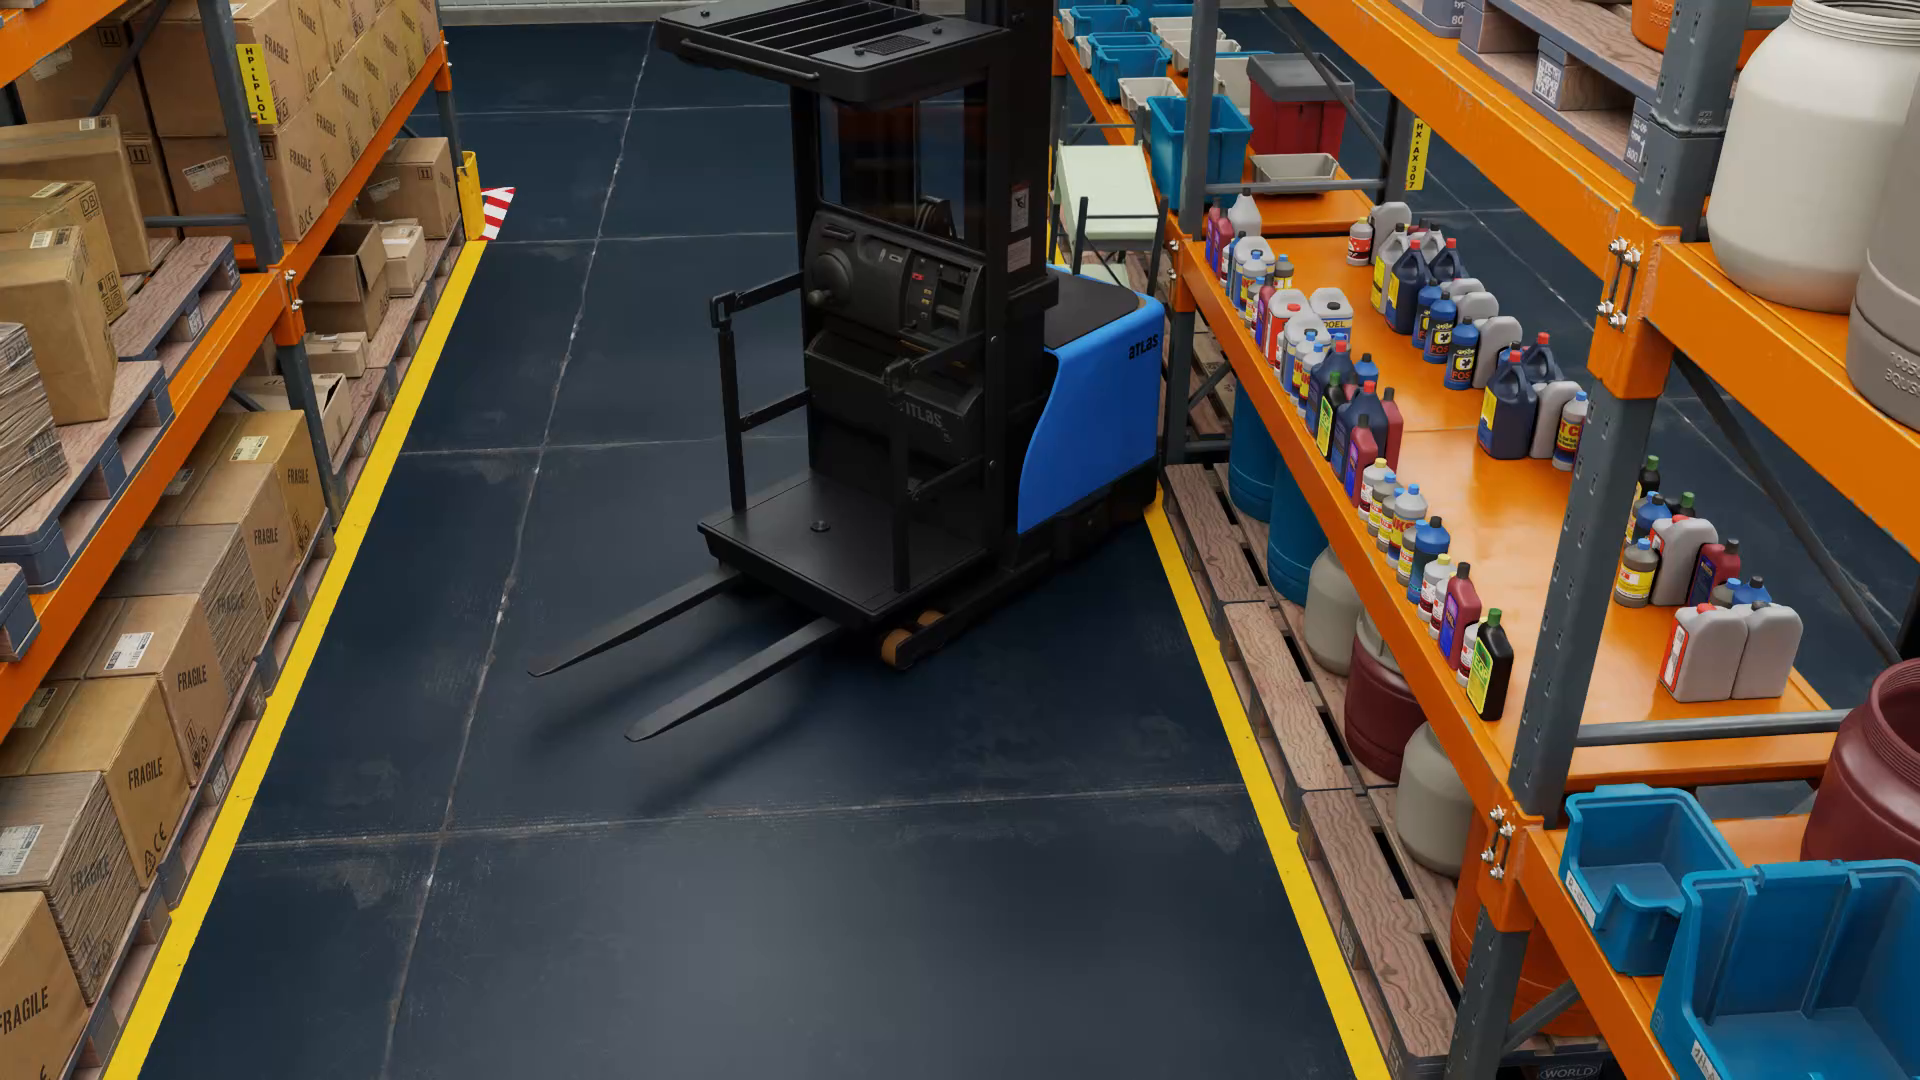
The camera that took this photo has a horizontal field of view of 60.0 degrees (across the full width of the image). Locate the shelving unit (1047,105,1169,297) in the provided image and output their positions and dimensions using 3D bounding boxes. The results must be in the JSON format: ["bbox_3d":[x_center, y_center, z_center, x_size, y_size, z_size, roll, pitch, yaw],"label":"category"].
[{"bbox_3d":[0.684,-1.289,8.240,0.431,1.500,0.755,-1,47,-4],"label":"shelving unit"}]

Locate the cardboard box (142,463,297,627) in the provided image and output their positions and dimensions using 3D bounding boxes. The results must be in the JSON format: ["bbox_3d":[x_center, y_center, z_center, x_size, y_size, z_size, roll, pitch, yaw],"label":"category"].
[{"bbox_3d":[-3.069,0.031,6.782,0.500,0.500,0.500,-3,31,-4],"label":"cardboard box"}]

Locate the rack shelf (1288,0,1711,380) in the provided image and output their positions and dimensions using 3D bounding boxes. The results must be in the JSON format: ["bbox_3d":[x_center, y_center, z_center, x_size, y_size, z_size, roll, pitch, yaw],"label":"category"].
[{"bbox_3d":[1.680,-1.538,5.176,1.077,0.370,4.000,-3,31,-5],"label":"rack shelf"}]

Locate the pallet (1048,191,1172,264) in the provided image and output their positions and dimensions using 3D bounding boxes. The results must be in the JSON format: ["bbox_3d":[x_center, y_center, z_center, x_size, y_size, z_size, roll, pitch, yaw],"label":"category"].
[{"bbox_3d":[1.158,-2.002,10.896,1.003,0.211,1.213,-3,31,-5],"label":"pallet"}]

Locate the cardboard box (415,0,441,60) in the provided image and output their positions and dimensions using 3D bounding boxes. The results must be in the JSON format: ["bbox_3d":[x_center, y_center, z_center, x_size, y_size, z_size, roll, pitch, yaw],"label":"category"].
[{"bbox_3d":[-3.499,-3.214,10.108,0.500,0.500,0.500,-2,31,-3],"label":"cardboard box"}]

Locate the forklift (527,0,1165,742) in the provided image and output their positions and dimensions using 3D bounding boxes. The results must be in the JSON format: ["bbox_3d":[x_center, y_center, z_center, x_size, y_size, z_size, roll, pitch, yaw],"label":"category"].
[{"bbox_3d":[-0.423,-1.019,6.598,1.130,2.935,3.031,25,39,35],"label":"forklift"}]

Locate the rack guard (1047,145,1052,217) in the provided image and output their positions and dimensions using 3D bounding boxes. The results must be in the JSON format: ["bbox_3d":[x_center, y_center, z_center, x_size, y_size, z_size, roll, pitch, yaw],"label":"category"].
[{"bbox_3d":[1.105,-2.561,11.550,1.175,0.500,0.348,-3,31,-5],"label":"rack guard"}]

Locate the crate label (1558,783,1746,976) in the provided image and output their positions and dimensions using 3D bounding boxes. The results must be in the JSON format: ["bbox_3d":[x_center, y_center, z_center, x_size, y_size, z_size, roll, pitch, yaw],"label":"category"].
[{"bbox_3d":[1.533,0.767,3.704,0.303,0.233,0.416,-3,31,-5],"label":"crate label"}]

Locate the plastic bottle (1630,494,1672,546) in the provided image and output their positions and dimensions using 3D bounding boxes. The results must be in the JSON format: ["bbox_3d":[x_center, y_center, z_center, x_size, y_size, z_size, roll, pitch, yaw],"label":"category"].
[{"bbox_3d":[2.061,-0.013,4.972,0.097,0.271,0.097,0,31,0],"label":"plastic bottle"}]

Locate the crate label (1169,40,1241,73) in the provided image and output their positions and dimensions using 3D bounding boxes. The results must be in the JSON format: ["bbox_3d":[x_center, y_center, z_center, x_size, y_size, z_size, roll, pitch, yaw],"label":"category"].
[{"bbox_3d":[1.439,-2.837,9.774,0.396,0.136,0.243,-3,31,-5],"label":"crate label"}]

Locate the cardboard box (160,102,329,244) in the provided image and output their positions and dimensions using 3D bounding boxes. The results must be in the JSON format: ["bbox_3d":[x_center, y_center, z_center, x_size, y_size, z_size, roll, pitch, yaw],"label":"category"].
[{"bbox_3d":[-3.215,-1.661,7.508,0.500,0.500,0.500,-2,31,-3],"label":"cardboard box"}]

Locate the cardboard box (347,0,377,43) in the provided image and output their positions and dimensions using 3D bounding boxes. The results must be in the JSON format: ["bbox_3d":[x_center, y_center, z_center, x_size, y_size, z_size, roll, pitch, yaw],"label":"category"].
[{"bbox_3d":[-3.348,-2.860,8.541,0.500,0.500,0.500,-2,31,-3],"label":"cardboard box"}]

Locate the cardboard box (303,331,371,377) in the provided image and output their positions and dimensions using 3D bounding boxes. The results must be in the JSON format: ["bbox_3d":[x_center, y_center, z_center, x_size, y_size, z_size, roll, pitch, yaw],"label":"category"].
[{"bbox_3d":[-3.353,-0.983,8.804,0.380,0.166,0.250,-3,31,-5],"label":"cardboard box"}]

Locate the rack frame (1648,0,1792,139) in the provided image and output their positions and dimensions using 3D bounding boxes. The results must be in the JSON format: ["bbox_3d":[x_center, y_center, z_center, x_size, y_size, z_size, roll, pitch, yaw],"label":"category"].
[{"bbox_3d":[1.867,-2.113,2.513,1.000,3.000,0.127,-3,31,-5],"label":"rack frame"}]

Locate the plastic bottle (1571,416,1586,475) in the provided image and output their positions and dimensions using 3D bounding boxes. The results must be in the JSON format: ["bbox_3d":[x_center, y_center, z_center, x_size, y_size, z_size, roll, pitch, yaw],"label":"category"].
[{"bbox_3d":[2.086,-0.316,5.468,0.061,0.283,0.133,-3,31,-5],"label":"plastic bottle"}]

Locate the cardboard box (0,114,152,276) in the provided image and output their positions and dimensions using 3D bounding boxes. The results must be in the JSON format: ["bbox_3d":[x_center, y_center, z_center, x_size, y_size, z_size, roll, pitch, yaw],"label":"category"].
[{"bbox_3d":[-3.617,-1.315,6.520,0.700,0.500,0.500,-13,33,-21],"label":"cardboard box"}]

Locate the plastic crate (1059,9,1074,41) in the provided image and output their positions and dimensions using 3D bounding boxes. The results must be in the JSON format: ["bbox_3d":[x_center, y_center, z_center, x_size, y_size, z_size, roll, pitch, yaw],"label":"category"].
[{"bbox_3d":[0.763,-3.225,10.423,0.250,0.136,0.298,-3,31,-5],"label":"plastic crate"}]

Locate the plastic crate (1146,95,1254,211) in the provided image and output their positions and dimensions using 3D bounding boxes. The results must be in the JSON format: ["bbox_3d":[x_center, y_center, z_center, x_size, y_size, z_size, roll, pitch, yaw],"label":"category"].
[{"bbox_3d":[1.110,-1.821,7.831,0.392,0.384,0.575,-3,31,-5],"label":"plastic crate"}]

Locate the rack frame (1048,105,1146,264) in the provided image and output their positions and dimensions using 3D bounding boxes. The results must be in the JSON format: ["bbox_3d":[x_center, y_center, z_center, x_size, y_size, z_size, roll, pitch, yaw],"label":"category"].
[{"bbox_3d":[0.660,-1.557,8.488,0.400,1.500,0.023,-1,47,-4],"label":"rack frame"}]

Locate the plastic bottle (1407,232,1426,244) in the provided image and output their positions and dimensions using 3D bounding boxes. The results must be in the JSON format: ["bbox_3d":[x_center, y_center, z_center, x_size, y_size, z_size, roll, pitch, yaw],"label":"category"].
[{"bbox_3d":[1.886,-1.155,6.879,0.152,0.276,0.135,-3,31,-5],"label":"plastic bottle"}]

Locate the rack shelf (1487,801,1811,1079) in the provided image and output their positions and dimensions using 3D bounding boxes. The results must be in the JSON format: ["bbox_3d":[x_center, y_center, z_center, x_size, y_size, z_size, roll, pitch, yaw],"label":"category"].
[{"bbox_3d":[2.054,1.792,2.526,1.077,0.370,4.000,-3,31,-5],"label":"rack shelf"}]

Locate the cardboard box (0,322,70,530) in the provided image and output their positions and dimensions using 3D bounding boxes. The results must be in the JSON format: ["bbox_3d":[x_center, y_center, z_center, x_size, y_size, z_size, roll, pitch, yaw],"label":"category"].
[{"bbox_3d":[-3.131,-0.318,4.850,0.700,0.500,0.500,3,31,5],"label":"cardboard box"}]

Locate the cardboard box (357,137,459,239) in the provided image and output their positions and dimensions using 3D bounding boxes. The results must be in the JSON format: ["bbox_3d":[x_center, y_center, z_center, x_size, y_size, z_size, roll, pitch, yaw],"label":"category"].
[{"bbox_3d":[-3.516,-2.237,10.578,0.500,0.500,0.500,-3,31,-5],"label":"cardboard box"}]

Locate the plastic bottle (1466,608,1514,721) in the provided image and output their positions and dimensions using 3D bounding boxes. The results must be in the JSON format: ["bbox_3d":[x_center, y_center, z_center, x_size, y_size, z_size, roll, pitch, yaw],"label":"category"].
[{"bbox_3d":[1.405,0.326,4.393,0.061,0.283,0.133,-3,31,-5],"label":"plastic bottle"}]

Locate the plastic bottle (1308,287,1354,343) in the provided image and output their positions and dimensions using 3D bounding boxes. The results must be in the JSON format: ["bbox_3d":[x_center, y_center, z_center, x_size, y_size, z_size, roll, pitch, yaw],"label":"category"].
[{"bbox_3d":[1.395,-0.807,6.297,0.152,0.276,0.135,-3,31,-5],"label":"plastic bottle"}]

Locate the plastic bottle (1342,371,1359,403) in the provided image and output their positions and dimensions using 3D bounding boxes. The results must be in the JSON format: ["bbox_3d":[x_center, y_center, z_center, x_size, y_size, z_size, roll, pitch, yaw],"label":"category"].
[{"bbox_3d":[1.329,-0.423,5.646,0.061,0.283,0.133,-3,31,-5],"label":"plastic bottle"}]

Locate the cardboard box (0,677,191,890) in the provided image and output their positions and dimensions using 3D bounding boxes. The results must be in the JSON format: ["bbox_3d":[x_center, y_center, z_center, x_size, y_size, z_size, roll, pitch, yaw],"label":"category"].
[{"bbox_3d":[-2.919,0.812,5.473,0.500,0.500,0.500,-3,31,-5],"label":"cardboard box"}]

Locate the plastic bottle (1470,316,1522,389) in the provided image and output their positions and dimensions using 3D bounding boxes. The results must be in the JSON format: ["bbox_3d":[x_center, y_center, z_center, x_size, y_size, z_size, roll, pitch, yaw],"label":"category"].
[{"bbox_3d":[1.968,-0.710,6.134,0.152,0.276,0.135,-3,31,-5],"label":"plastic bottle"}]

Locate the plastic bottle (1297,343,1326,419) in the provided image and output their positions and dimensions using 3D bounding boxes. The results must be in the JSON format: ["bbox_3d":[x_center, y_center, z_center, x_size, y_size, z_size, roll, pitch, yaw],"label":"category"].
[{"bbox_3d":[1.258,-0.569,5.903,0.097,0.271,0.097,0,31,0],"label":"plastic bottle"}]

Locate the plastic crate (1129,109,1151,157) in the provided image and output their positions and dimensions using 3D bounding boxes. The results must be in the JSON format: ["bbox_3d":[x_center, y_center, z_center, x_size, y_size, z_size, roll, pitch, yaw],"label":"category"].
[{"bbox_3d":[1.121,-2.046,8.461,0.437,0.125,0.590,-3,31,-5],"label":"plastic crate"}]

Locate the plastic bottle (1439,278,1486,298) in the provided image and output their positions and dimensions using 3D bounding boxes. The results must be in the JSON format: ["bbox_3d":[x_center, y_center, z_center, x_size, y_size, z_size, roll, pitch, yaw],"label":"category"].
[{"bbox_3d":[1.933,-0.897,6.448,0.152,0.276,0.135,-3,31,-5],"label":"plastic bottle"}]

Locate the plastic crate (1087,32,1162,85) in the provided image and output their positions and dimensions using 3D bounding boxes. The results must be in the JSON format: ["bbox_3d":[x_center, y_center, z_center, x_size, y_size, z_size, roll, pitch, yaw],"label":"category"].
[{"bbox_3d":[0.938,-2.762,9.554,0.416,0.233,0.300,-3,31,-5],"label":"plastic crate"}]

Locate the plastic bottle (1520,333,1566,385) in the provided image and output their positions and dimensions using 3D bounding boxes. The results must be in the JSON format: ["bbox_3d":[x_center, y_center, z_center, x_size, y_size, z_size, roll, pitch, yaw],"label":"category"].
[{"bbox_3d":[2.008,-0.543,5.782,0.144,0.351,0.185,-3,31,-5],"label":"plastic bottle"}]

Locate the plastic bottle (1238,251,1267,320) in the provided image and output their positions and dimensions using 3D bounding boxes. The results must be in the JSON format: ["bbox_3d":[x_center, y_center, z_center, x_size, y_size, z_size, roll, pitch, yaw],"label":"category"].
[{"bbox_3d":[1.175,-1.023,6.663,0.097,0.271,0.097,0,31,0],"label":"plastic bottle"}]

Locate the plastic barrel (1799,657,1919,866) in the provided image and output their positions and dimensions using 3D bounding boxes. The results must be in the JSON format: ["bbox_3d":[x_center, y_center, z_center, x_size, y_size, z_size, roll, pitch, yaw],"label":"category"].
[{"bbox_3d":[2.212,0.626,3.644,0.600,0.536,0.708,-3,31,-5],"label":"plastic barrel"}]

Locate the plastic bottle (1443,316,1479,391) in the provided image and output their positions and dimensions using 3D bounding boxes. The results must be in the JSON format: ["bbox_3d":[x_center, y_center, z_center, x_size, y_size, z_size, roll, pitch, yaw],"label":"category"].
[{"bbox_3d":[1.845,-0.693,6.110,0.097,0.271,0.097,0,31,0],"label":"plastic bottle"}]

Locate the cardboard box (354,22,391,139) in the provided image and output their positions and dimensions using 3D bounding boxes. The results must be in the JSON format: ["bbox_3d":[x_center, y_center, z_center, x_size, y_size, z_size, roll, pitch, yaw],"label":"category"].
[{"bbox_3d":[-3.359,-2.437,8.808,0.500,0.500,0.500,-3,31,-5],"label":"cardboard box"}]

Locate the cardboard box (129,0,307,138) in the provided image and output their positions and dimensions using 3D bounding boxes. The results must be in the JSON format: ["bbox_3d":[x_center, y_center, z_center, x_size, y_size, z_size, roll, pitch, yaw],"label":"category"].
[{"bbox_3d":[-3.202,-2.071,7.219,0.500,0.500,0.500,-2,31,-3],"label":"cardboard box"}]

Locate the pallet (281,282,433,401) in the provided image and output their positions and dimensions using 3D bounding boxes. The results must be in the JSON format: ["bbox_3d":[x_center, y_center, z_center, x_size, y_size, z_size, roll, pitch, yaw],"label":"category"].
[{"bbox_3d":[-3.619,-1.122,9.423,1.003,0.211,1.213,-3,31,-5],"label":"pallet"}]

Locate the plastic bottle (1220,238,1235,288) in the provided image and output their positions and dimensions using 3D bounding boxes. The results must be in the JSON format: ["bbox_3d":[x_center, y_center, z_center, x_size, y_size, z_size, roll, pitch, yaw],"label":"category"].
[{"bbox_3d":[1.144,-1.161,6.962,0.097,0.201,0.097,0,31,0],"label":"plastic bottle"}]

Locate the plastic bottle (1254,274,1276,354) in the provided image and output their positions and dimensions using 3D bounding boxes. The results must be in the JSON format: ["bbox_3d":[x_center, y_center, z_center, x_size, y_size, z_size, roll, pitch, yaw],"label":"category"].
[{"bbox_3d":[1.186,-0.869,6.393,0.061,0.283,0.133,-3,31,-5],"label":"plastic bottle"}]

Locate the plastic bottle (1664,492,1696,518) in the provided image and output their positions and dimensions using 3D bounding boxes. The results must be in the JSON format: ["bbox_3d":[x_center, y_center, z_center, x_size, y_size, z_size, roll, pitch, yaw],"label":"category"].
[{"bbox_3d":[2.138,-0.031,4.991,0.061,0.283,0.133,-3,31,-5],"label":"plastic bottle"}]

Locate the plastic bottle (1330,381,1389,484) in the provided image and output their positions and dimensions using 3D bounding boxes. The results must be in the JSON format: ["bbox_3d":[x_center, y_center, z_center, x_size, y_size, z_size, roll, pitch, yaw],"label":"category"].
[{"bbox_3d":[1.325,-0.370,5.492,0.144,0.351,0.185,-3,31,-5],"label":"plastic bottle"}]

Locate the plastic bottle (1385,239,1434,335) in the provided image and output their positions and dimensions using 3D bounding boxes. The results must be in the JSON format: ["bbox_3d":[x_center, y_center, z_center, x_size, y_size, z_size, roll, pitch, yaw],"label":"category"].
[{"bbox_3d":[1.779,-1.004,6.554,0.144,0.351,0.185,-3,31,-5],"label":"plastic bottle"}]

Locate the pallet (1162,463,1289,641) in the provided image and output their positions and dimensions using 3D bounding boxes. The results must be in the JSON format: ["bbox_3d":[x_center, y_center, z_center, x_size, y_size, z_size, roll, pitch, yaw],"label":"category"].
[{"bbox_3d":[1.524,0.013,7.522,1.003,0.211,1.213,-3,31,-5],"label":"pallet"}]

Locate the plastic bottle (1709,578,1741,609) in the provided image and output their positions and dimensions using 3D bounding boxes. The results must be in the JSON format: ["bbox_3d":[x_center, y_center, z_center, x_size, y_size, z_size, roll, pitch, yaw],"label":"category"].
[{"bbox_3d":[2.156,0.201,4.682,0.097,0.201,0.097,0,31,0],"label":"plastic bottle"}]

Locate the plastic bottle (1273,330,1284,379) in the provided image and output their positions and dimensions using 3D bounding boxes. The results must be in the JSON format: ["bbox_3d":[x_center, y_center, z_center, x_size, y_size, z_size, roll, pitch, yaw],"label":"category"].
[{"bbox_3d":[1.228,-0.707,6.202,0.097,0.201,0.097,0,31,0],"label":"plastic bottle"}]

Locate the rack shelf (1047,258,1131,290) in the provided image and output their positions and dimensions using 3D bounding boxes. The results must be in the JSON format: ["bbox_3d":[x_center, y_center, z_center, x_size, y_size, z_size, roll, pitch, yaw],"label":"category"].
[{"bbox_3d":[0.671,-1.067,8.478,0.431,0.370,0.720,-1,47,-4],"label":"rack shelf"}]

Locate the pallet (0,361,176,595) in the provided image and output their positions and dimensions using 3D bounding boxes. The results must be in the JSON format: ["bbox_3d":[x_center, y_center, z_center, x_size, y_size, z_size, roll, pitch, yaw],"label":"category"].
[{"bbox_3d":[-3.251,-0.213,5.368,1.003,0.211,1.213,-3,31,-5],"label":"pallet"}]

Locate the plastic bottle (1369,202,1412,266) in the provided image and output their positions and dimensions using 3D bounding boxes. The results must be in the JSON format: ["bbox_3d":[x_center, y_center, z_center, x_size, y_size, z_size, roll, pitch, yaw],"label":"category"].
[{"bbox_3d":[1.852,-1.341,7.191,0.152,0.276,0.135,-3,31,-5],"label":"plastic bottle"}]

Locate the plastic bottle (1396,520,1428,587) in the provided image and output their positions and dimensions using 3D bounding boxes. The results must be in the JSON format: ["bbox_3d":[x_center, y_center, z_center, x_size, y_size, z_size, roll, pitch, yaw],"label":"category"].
[{"bbox_3d":[1.363,0.035,4.961,0.097,0.201,0.097,0,31,0],"label":"plastic bottle"}]

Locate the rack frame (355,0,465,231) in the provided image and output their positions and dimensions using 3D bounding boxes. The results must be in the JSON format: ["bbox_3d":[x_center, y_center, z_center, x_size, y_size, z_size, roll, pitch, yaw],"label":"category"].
[{"bbox_3d":[-3.812,-3.387,10.495,1.000,3.000,0.127,-3,31,-5],"label":"rack frame"}]

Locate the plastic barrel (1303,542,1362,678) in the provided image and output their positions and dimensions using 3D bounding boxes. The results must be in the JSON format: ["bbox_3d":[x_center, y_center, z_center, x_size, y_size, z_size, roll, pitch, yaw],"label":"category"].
[{"bbox_3d":[1.557,0.240,6.439,0.421,0.512,0.421,0,31,0],"label":"plastic barrel"}]

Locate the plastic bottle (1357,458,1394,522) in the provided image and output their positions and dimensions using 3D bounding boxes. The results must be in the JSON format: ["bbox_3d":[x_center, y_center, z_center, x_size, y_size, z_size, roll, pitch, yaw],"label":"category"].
[{"bbox_3d":[1.327,-0.164,5.293,0.097,0.201,0.097,0,31,0],"label":"plastic bottle"}]

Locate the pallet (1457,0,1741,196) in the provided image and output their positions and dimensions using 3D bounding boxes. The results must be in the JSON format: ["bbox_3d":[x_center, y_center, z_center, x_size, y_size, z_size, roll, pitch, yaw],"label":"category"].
[{"bbox_3d":[1.893,-1.140,3.992,1.003,0.211,1.213,-3,31,-5],"label":"pallet"}]

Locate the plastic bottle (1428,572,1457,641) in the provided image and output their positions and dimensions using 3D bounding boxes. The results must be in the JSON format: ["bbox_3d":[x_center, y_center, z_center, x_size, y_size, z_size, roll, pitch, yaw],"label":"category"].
[{"bbox_3d":[1.391,0.184,4.711,0.097,0.201,0.097,0,31,0],"label":"plastic bottle"}]

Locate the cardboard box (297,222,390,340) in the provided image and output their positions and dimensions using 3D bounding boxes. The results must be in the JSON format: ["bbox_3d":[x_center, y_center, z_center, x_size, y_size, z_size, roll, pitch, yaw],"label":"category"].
[{"bbox_3d":[-3.619,-1.421,9.209,0.797,0.503,0.637,-3,31,-5],"label":"cardboard box"}]

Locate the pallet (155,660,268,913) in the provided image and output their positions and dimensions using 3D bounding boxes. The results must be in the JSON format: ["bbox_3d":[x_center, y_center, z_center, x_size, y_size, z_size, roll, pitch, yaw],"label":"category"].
[{"bbox_3d":[-3.208,0.890,6.054,1.003,0.211,1.213,-3,31,-5],"label":"pallet"}]

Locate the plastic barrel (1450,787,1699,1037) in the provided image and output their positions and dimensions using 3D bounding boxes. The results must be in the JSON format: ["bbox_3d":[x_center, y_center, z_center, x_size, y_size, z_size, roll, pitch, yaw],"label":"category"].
[{"bbox_3d":[1.805,0.965,4.917,0.600,0.830,0.708,-3,31,-5],"label":"plastic barrel"}]

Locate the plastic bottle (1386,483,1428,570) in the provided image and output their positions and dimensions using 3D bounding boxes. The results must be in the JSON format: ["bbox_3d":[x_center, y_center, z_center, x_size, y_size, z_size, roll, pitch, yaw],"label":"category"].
[{"bbox_3d":[1.354,-0.045,5.026,0.097,0.271,0.097,0,31,0],"label":"plastic bottle"}]
